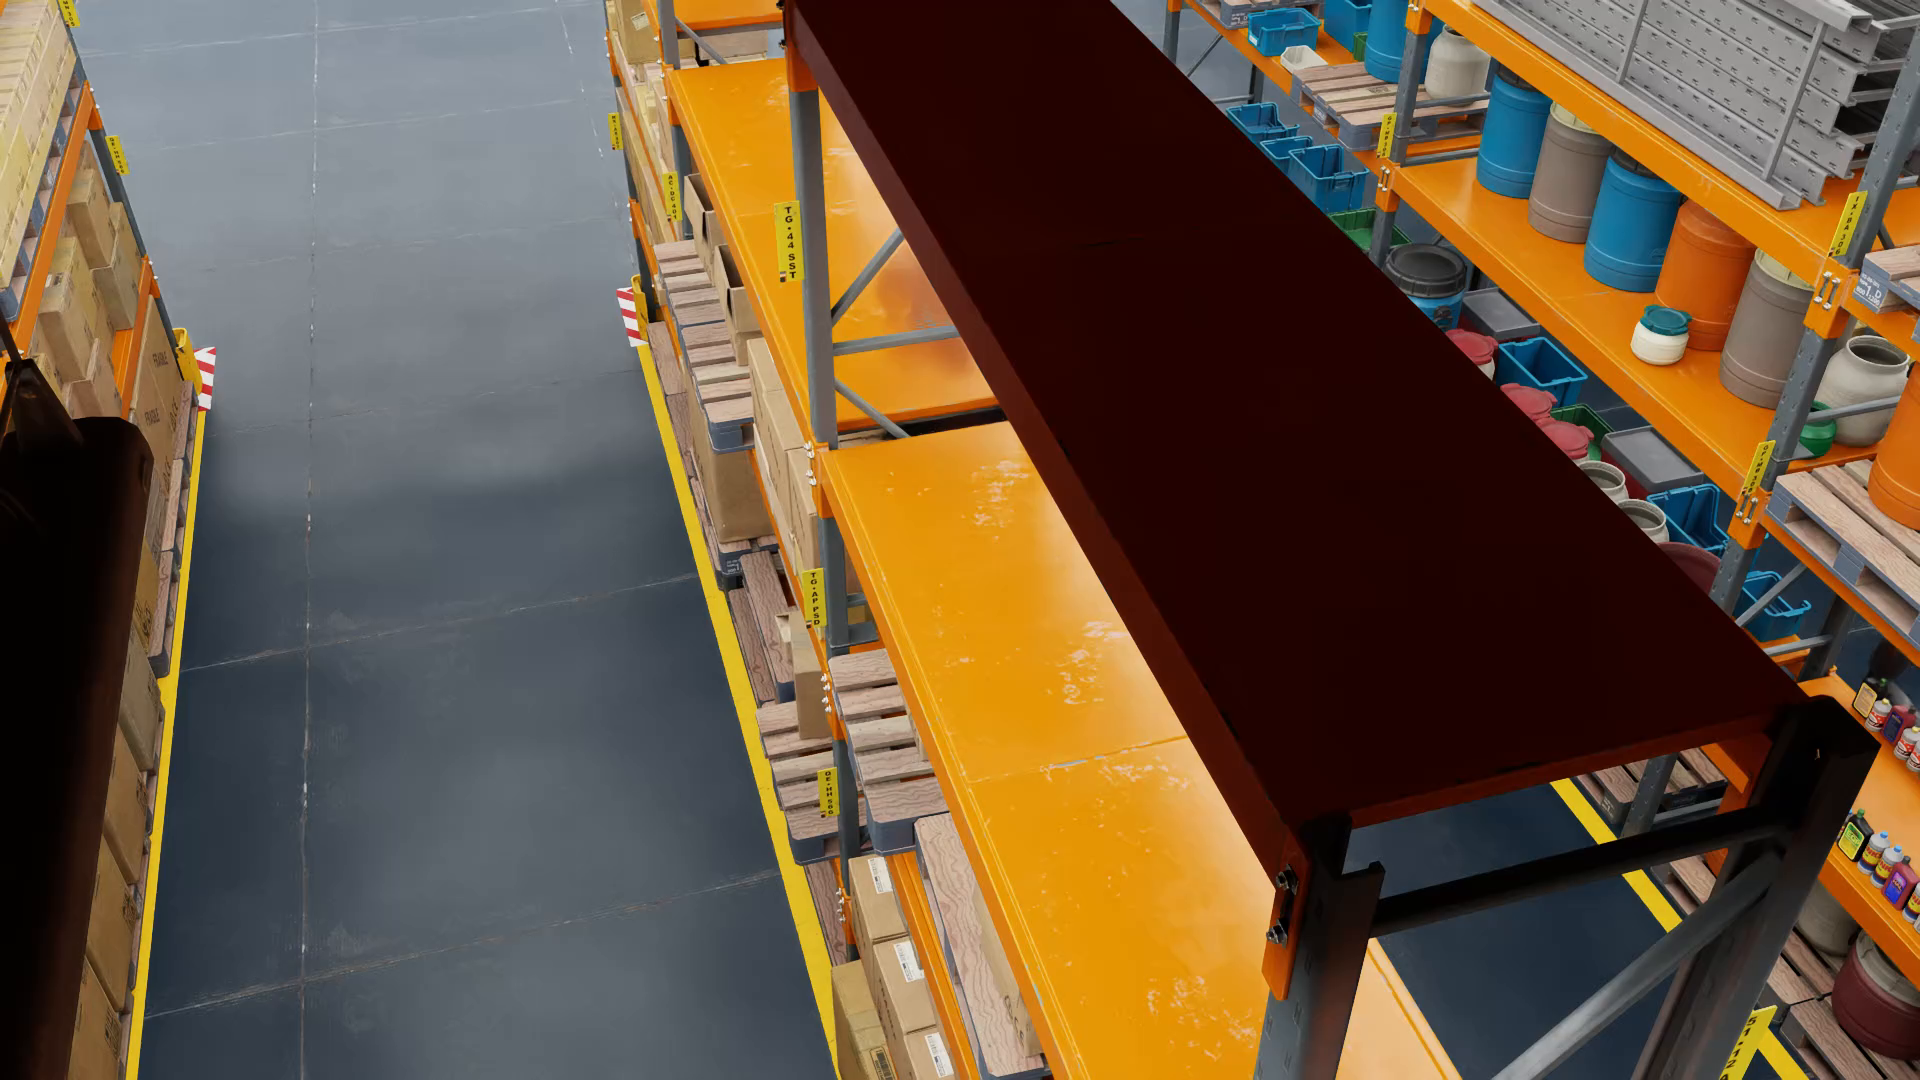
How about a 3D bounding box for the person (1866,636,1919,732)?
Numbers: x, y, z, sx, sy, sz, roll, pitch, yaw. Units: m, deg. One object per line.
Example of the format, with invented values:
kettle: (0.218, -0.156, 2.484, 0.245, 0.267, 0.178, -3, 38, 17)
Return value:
person: (6.135, 0.718, 10.685, 0.548, 1.580, 0.775, -8, 39, -10)
